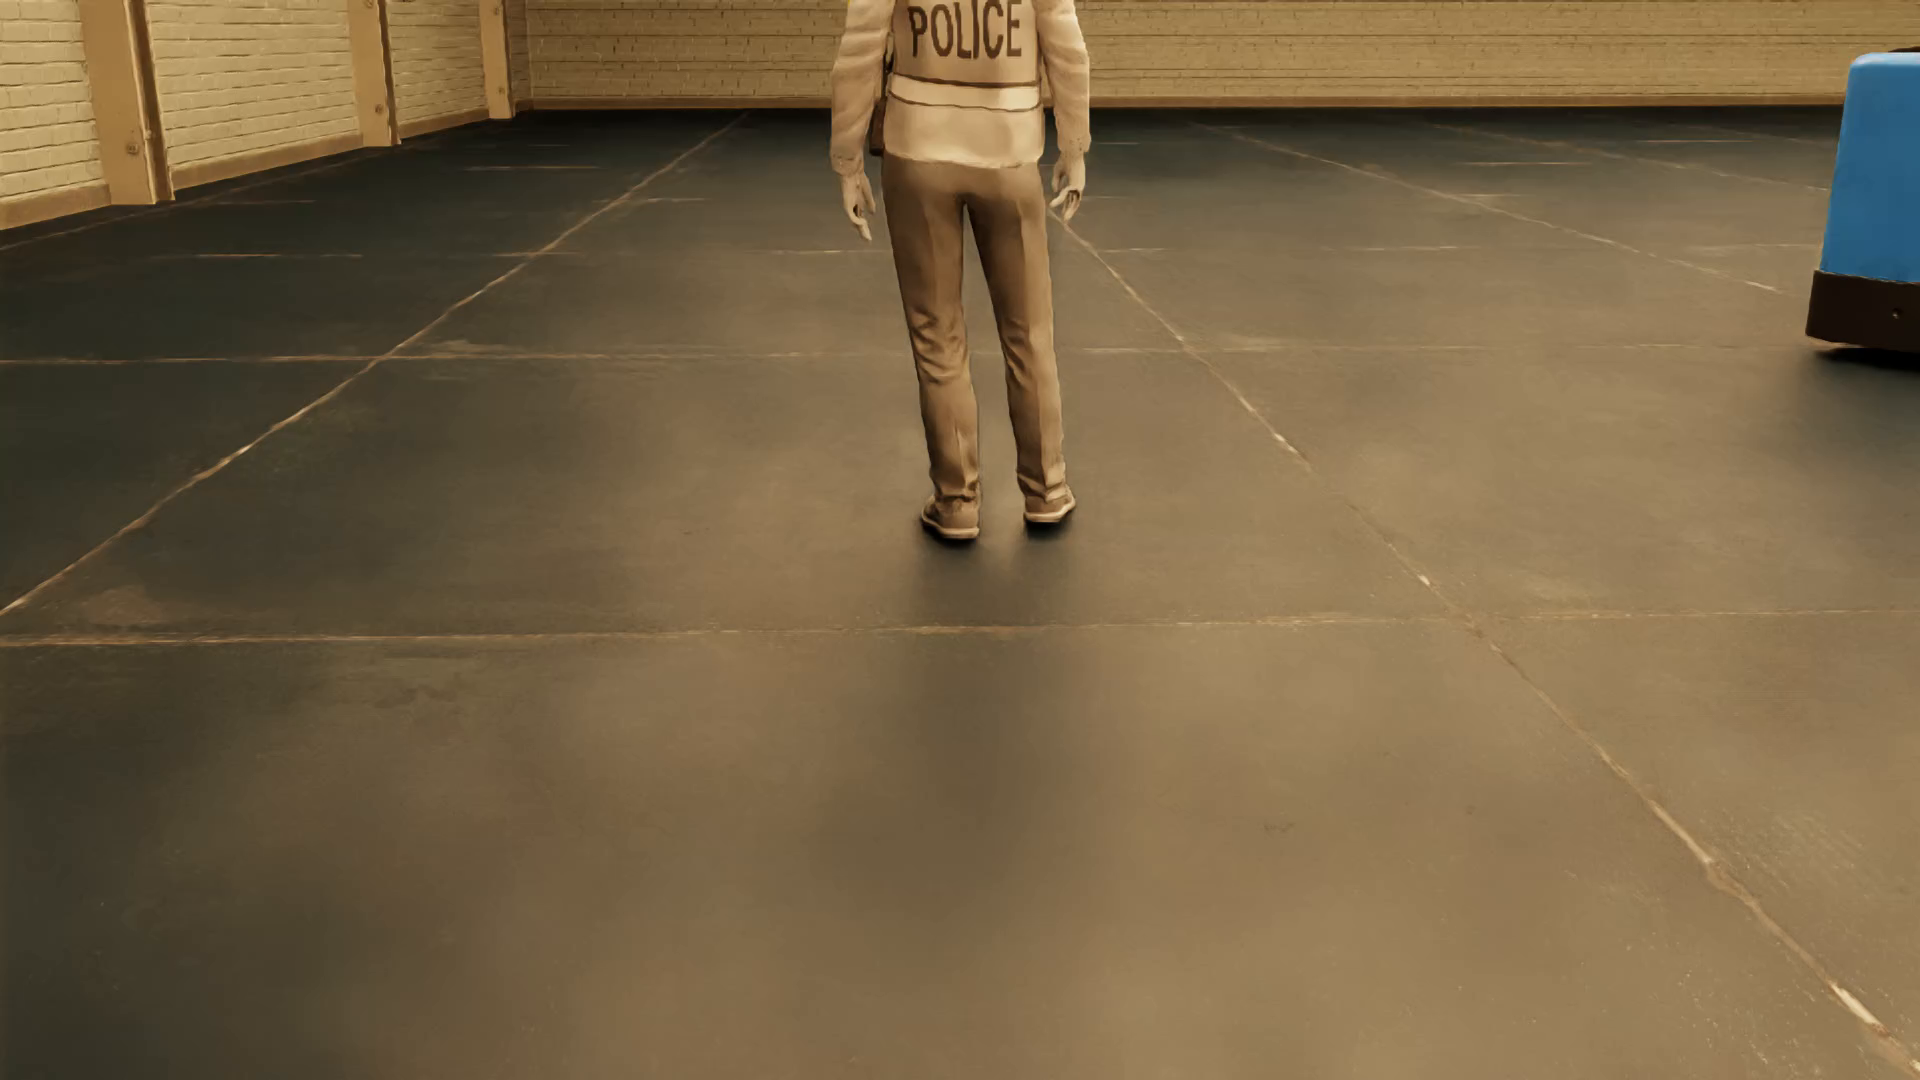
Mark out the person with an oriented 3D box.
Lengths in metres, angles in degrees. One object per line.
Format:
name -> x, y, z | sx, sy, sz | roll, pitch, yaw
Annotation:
person -> 0.004, -0.837, 3.733 | 0.586, 1.695, 0.533 | -1, 17, -3

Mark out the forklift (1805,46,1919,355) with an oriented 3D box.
forklift -> 4.652, -2.192, 6.074 | 3.031, 2.935, 1.130 | -10, 20, -30
